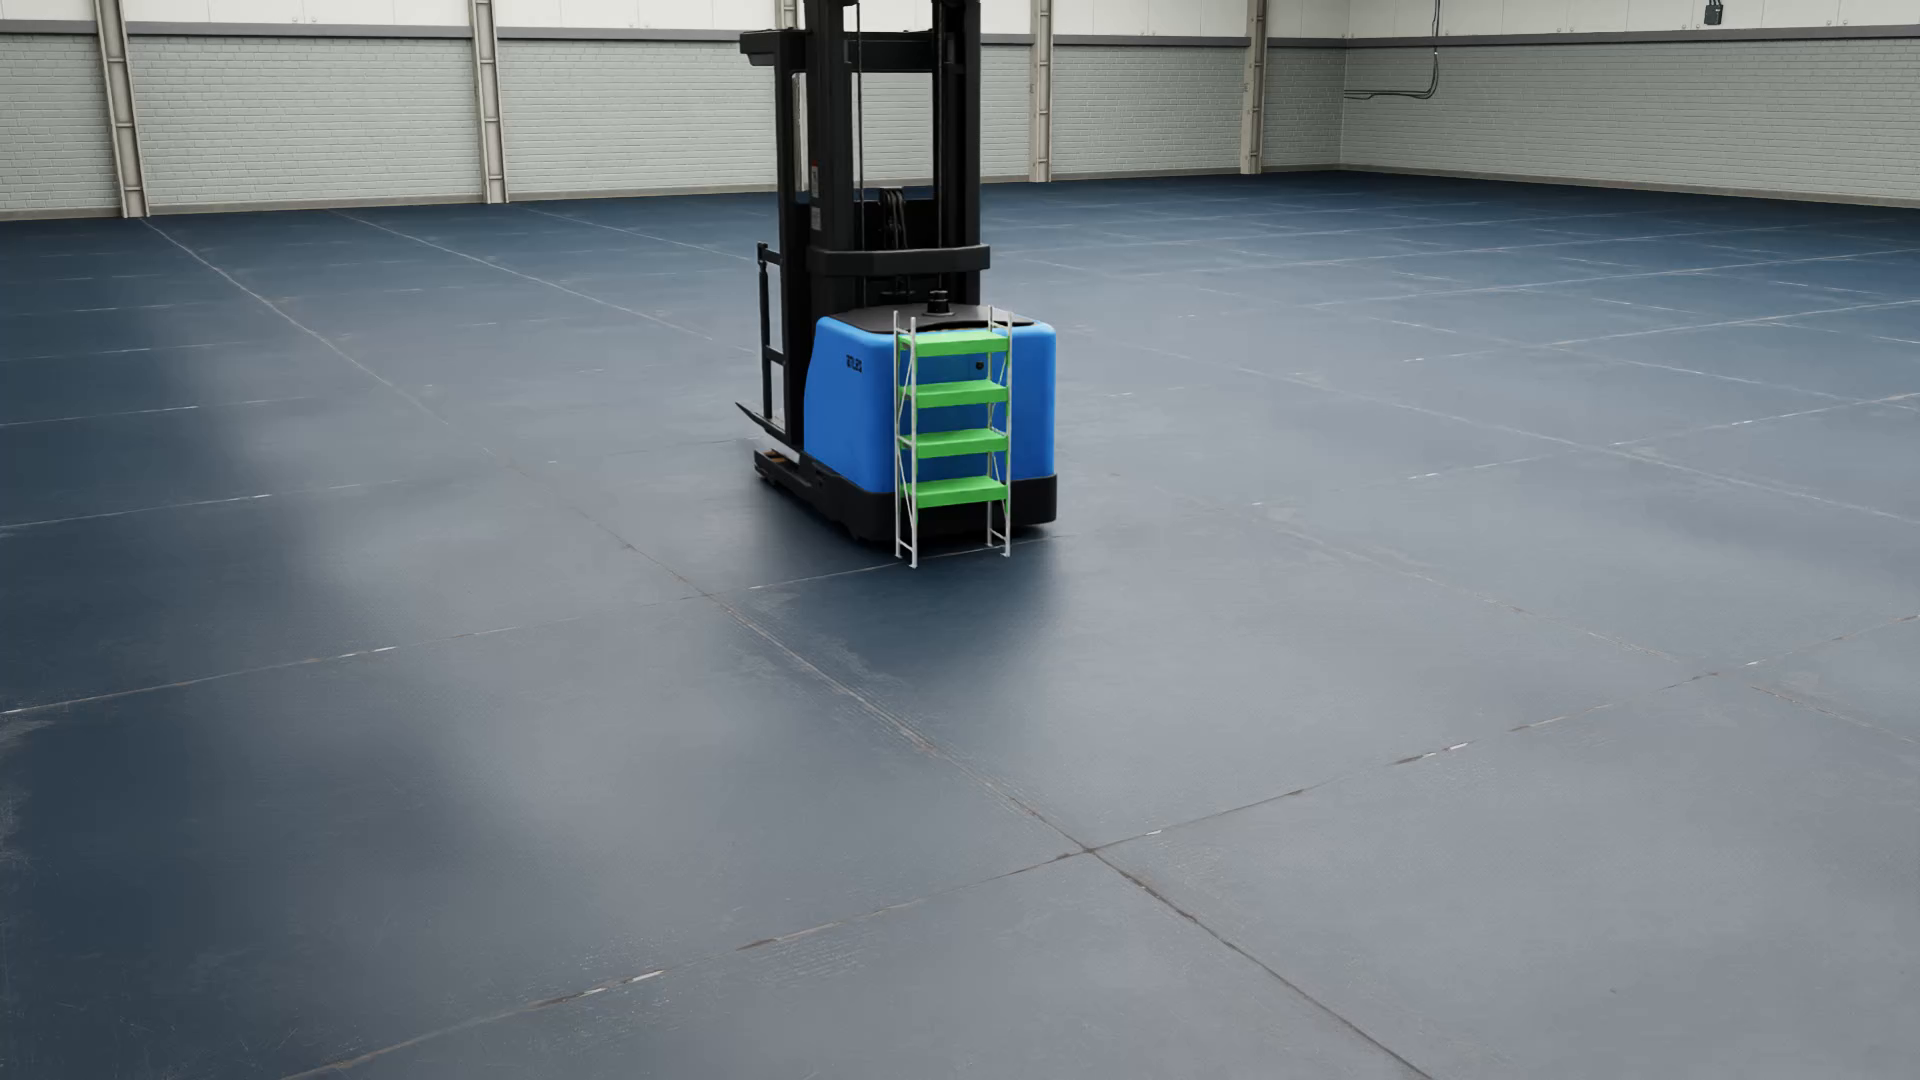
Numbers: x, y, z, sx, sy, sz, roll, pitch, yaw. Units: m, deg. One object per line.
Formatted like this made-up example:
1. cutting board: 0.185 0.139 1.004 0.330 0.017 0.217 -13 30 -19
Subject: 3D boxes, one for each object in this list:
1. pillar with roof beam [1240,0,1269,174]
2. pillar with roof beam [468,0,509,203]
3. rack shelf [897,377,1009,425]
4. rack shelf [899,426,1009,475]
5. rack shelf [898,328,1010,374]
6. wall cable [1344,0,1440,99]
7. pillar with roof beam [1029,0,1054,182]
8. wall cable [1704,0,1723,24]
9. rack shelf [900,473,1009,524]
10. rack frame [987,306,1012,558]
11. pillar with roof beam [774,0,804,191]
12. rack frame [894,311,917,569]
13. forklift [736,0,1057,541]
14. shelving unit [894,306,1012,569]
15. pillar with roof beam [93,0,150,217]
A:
1. pillar with roof beam: 9.113 -12.047 34.734 0.400 9.000 9.100 -9 18 -30
2. pillar with roof beam: -6.316 -9.545 25.808 0.400 9.000 9.100 -9 18 -30
3. rack shelf: -0.034 -0.665 7.927 0.480 0.148 0.258 -7 17 -22
4. rack shelf: -0.035 -0.434 7.992 0.480 0.148 0.258 -7 17 -22
5. rack shelf: -0.034 -0.896 7.861 0.480 0.148 0.258 -7 17 -22
6. wall cable: 10.103 -11.651 39.076 0.112 2.526 3.097 -9 18 -30
7. pillar with roof beam: 3.970 -11.213 31.759 0.400 9.000 9.100 -9 18 -30
8. wall cable: 14.978 -12.585 30.354 0.169 6.003 2.305 -9 18 -30
9. rack shelf: -0.035 -0.204 8.058 0.480 0.148 0.258 -7 17 -22
10. rack frame: 0.190 -0.522 8.068 0.015 1.200 0.240 -7 17 -22
11. pillar with roof beam: -1.173 -10.379 28.783 0.400 9.000 9.100 -9 18 -30
12. rack frame: -0.259 -0.470 7.882 0.015 1.200 0.240 -7 17 -22
13. forklift: -0.550 -1.758 9.272 1.130 2.935 3.031 -7 17 -22
14. shelving unit: -0.035 -0.496 7.975 0.503 1.200 0.258 -7 17 -22
15. pillar with roof beam: -11.459 -8.710 22.833 0.400 9.000 9.100 -9 18 -30
